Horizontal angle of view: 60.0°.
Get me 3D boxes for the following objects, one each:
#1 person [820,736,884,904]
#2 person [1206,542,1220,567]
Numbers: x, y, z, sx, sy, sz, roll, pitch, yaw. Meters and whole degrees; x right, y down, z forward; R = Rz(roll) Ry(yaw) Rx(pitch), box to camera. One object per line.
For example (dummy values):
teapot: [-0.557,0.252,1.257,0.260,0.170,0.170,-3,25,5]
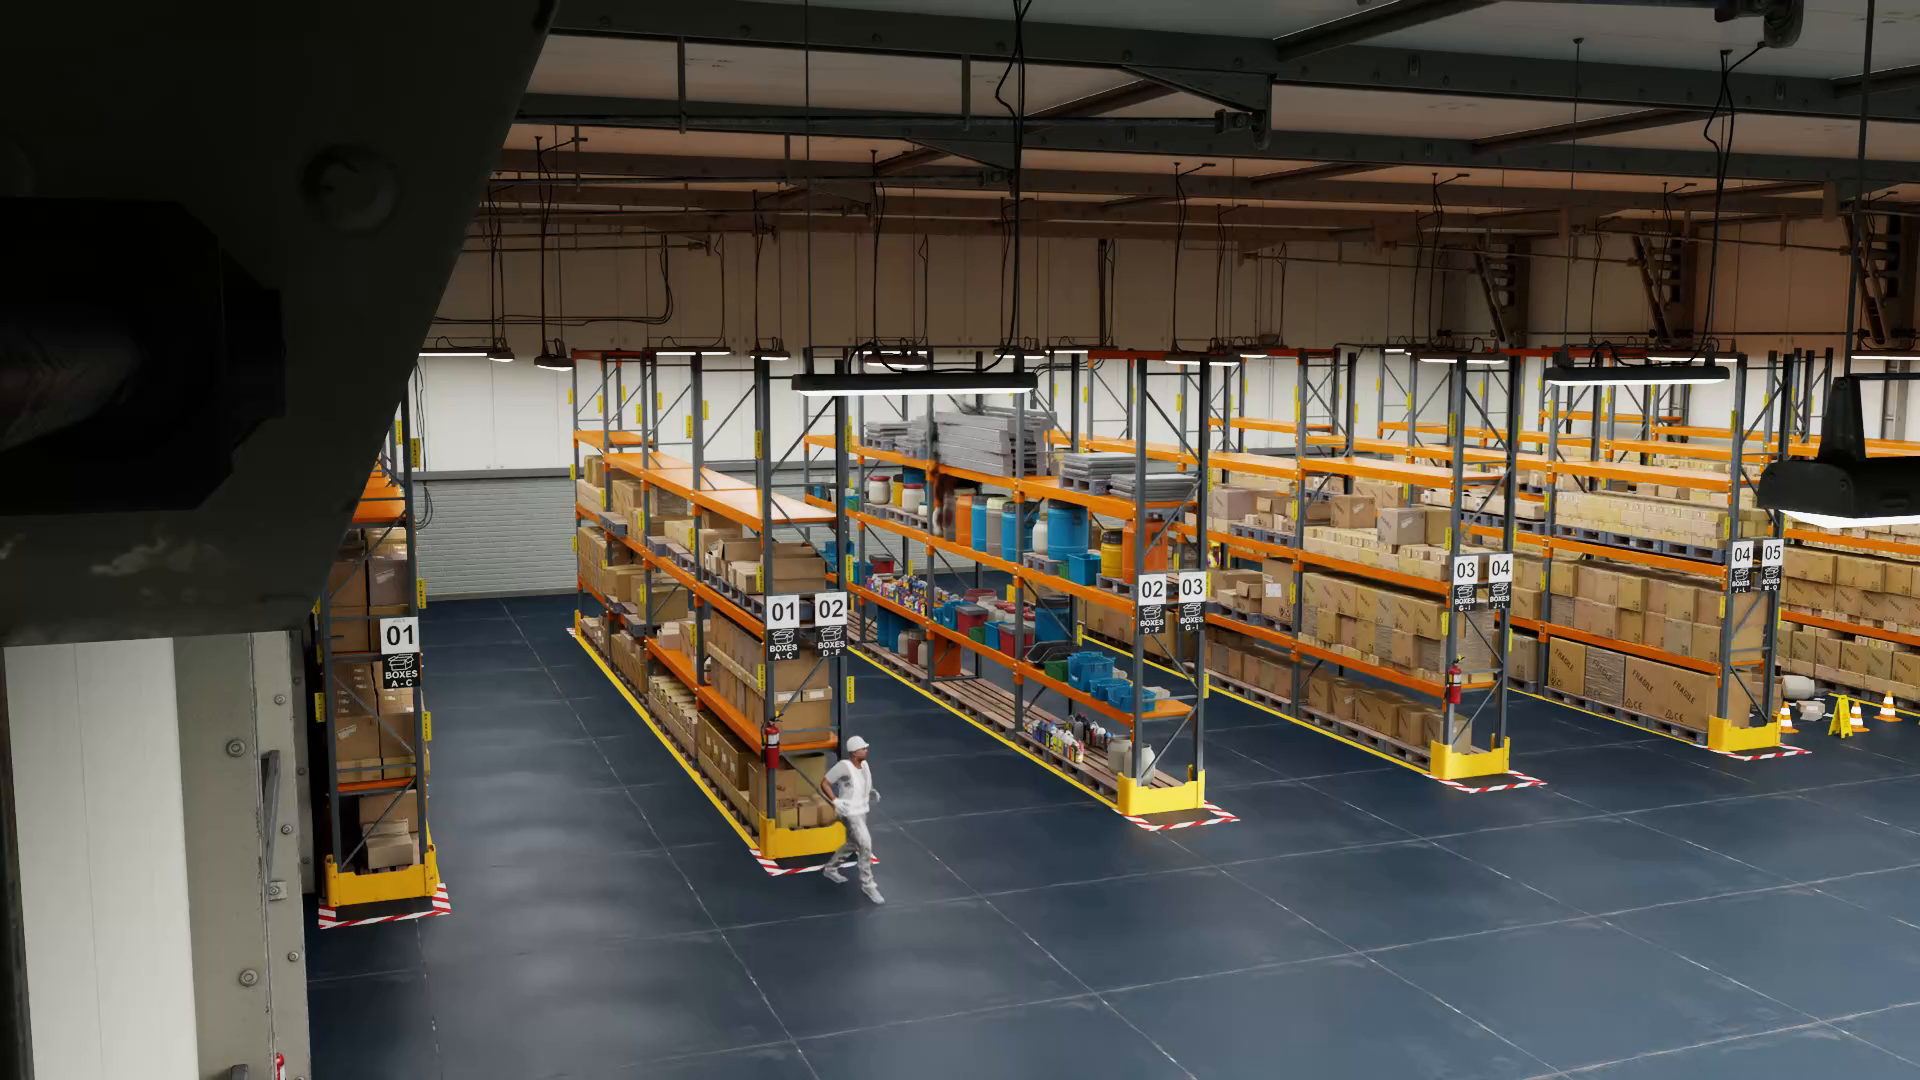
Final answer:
person: [-1.175,3.116,18.832,0.913,1.810,0.679,3,8,23]
person: [5.709,0.886,36.880,0.726,1.715,0.743,-1,7,-9]
